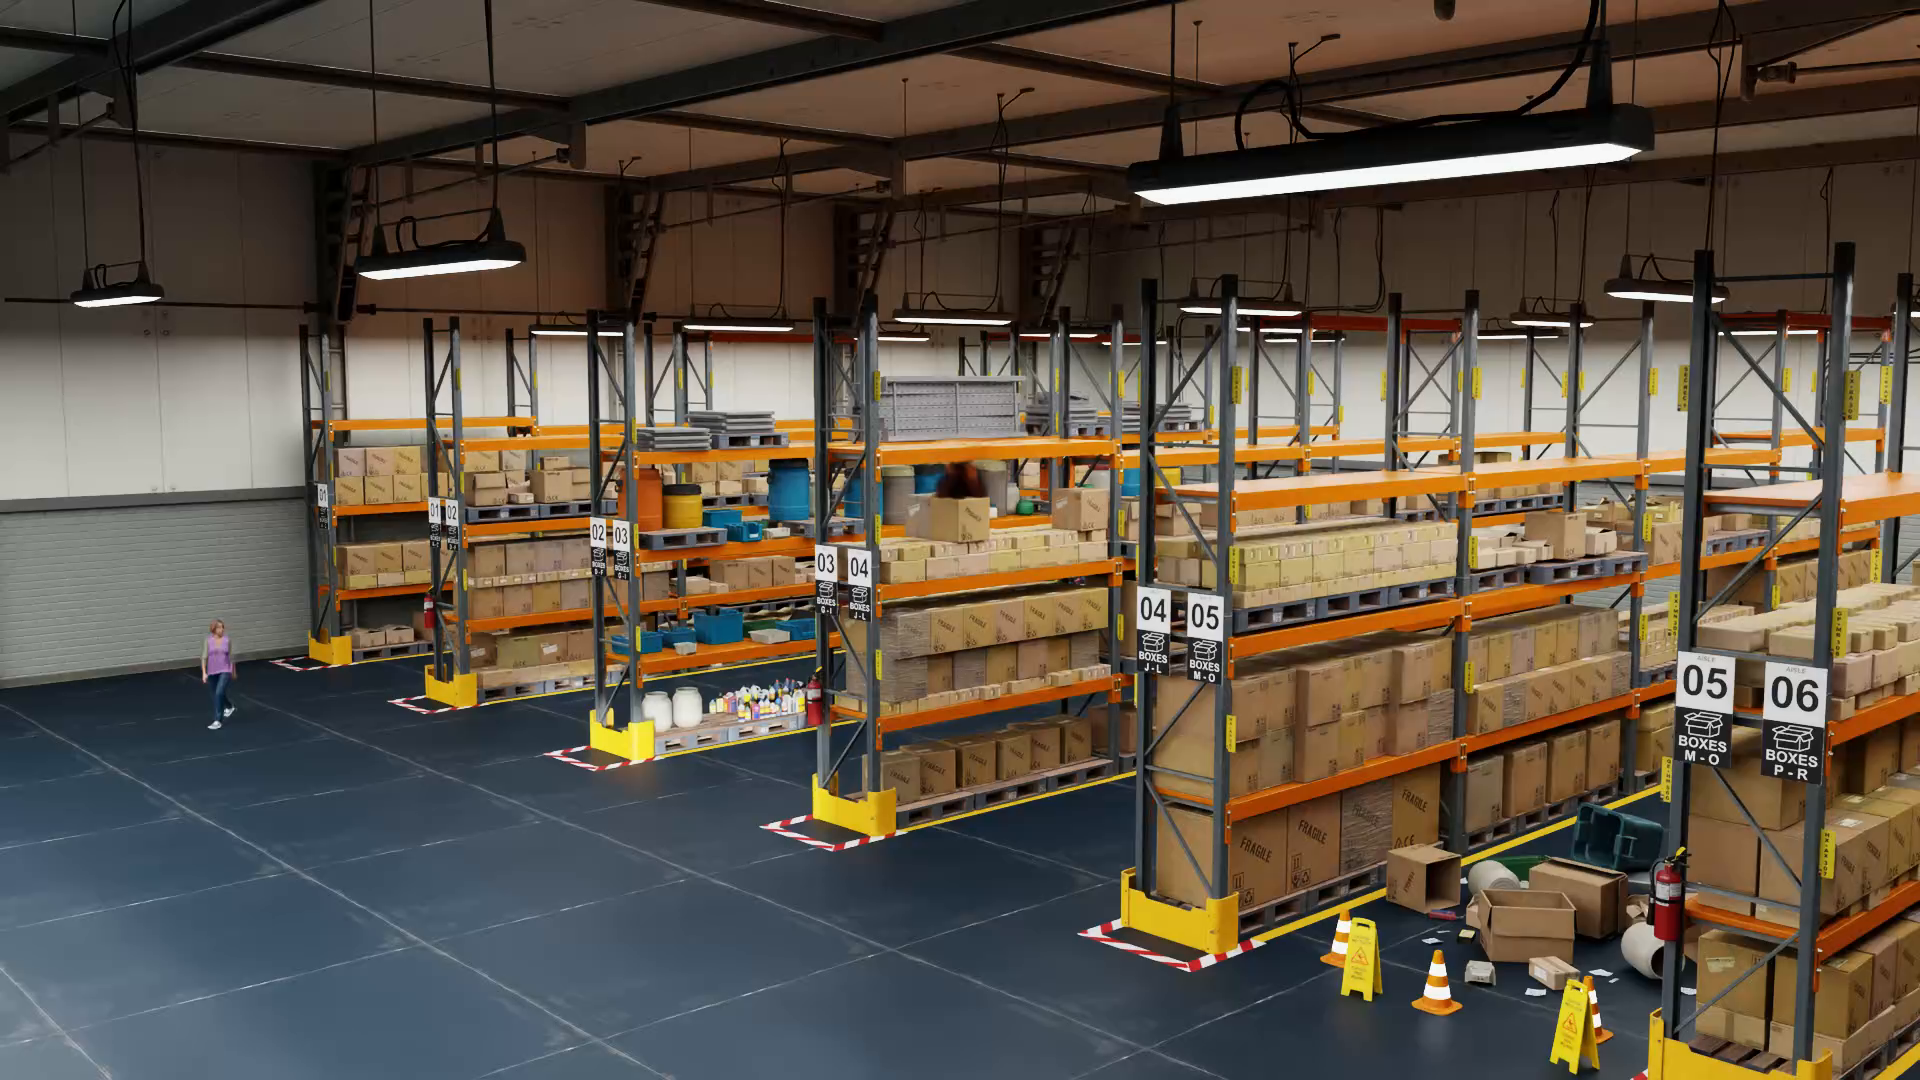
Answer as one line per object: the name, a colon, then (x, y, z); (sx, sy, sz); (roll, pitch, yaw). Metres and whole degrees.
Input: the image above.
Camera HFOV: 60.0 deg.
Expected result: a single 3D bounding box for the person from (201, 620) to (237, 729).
person: (-10.809, 1.926, 24.303); (0.384, 1.552, 0.845); (1, 6, 5)
